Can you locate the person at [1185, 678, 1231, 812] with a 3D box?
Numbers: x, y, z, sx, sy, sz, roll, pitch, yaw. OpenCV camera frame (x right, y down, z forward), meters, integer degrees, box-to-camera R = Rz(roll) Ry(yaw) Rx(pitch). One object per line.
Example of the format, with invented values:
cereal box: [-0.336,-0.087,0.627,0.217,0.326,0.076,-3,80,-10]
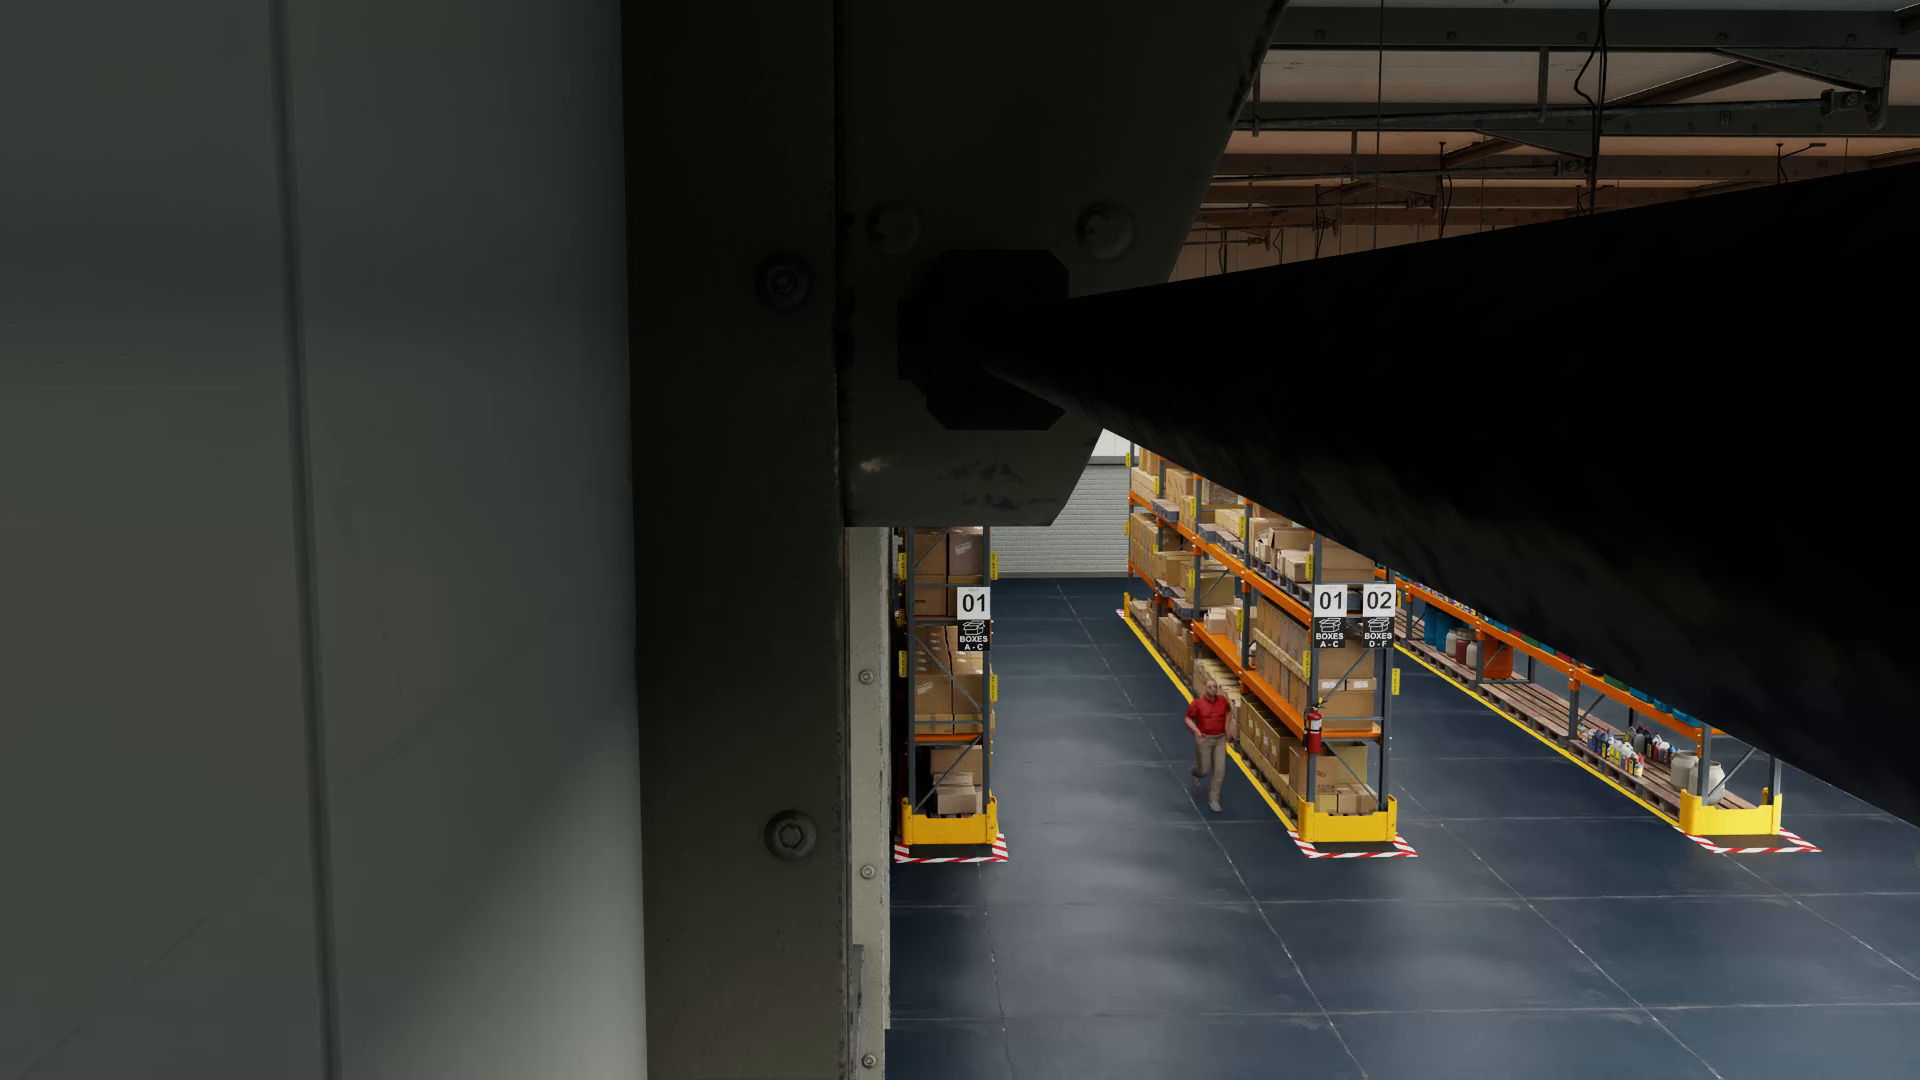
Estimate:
person: [3.320,2.682,22.121,0.663,1.711,0.816,-1,7,-9]
